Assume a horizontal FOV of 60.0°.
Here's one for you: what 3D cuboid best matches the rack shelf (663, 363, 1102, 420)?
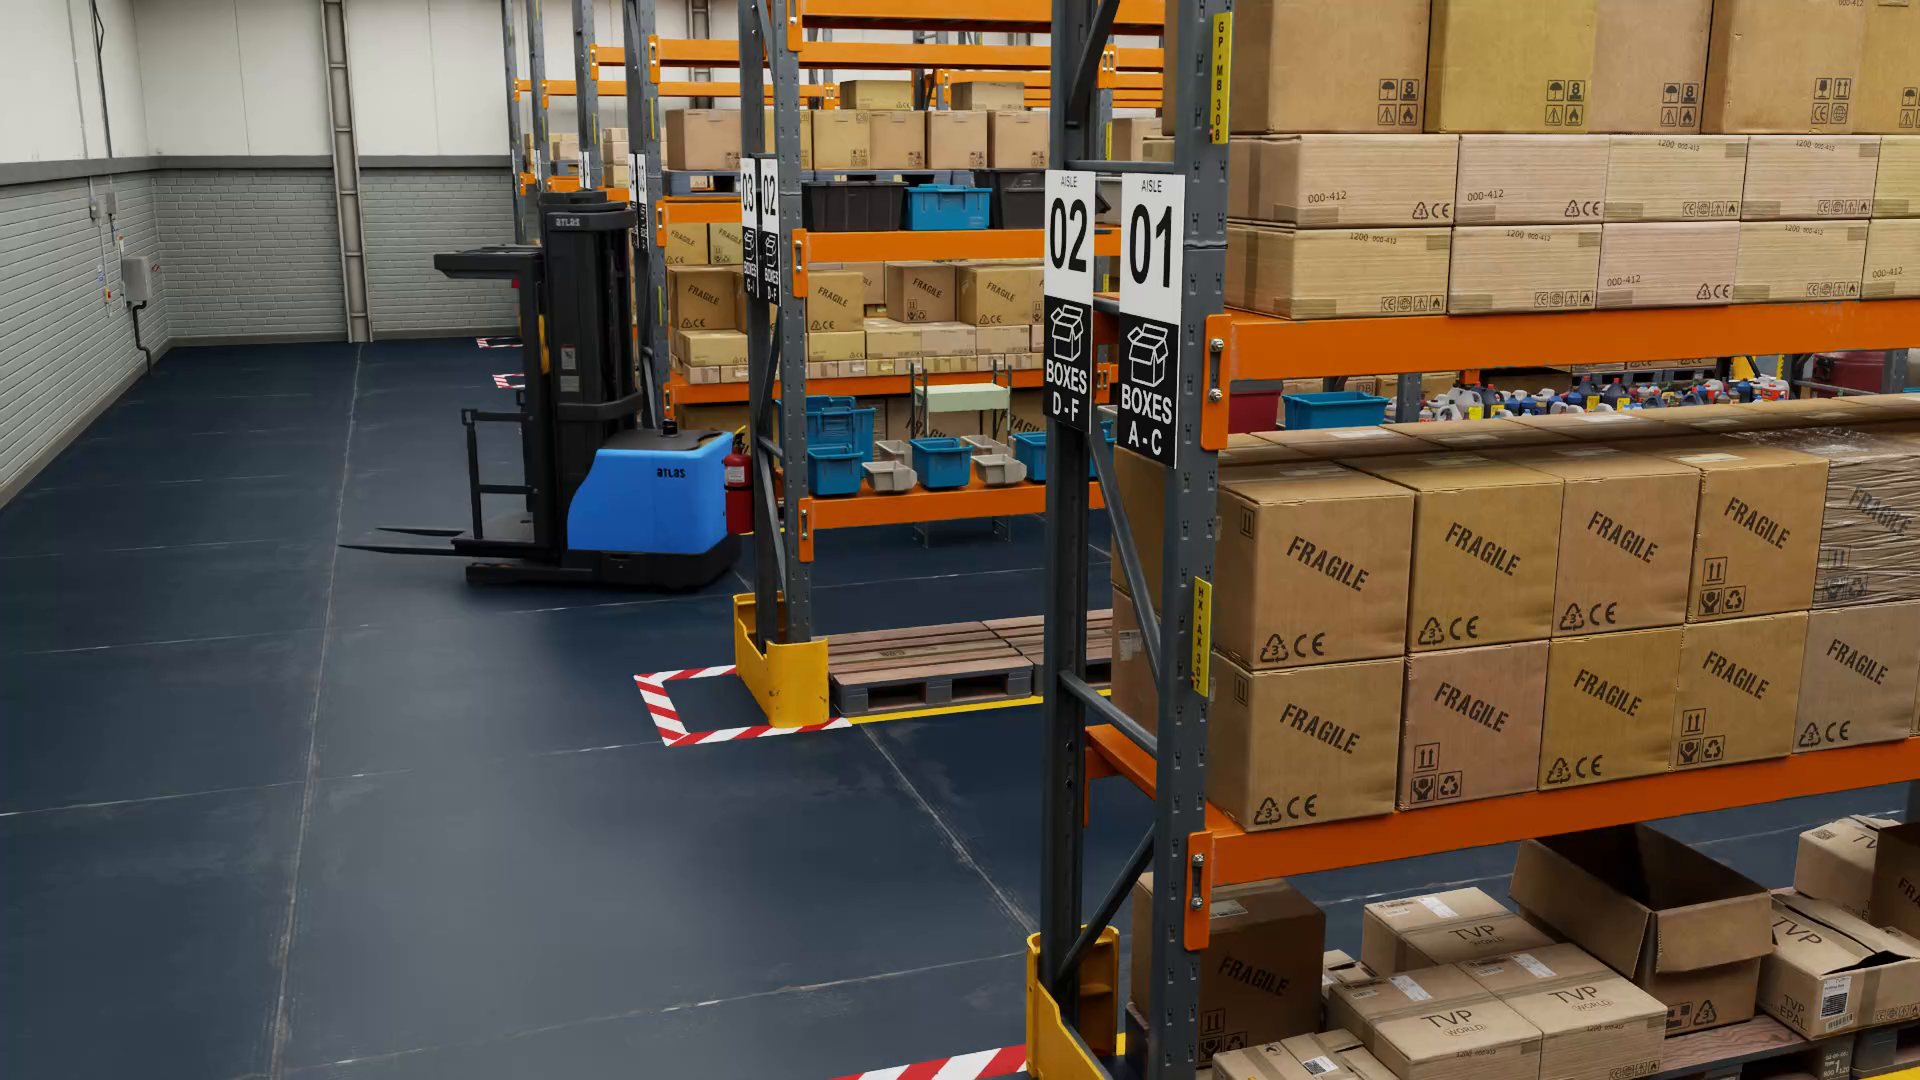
[{"bbox_3d":[-0.761,-1.398,15.091,4.000,0.370,1.077,-4,14,-18],"label":"rack shelf"}]

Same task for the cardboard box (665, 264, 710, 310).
[{"bbox_3d":[-3.130,-2.906,19.020,0.500,0.500,0.500,-4,14,-18],"label":"cardboard box"}]

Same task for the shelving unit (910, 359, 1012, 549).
[{"bbox_3d":[0.006,-0.730,13.971,0.755,1.500,0.431,-4,14,-18],"label":"shelving unit"}]

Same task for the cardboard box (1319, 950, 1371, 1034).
[{"bbox_3d":[1.349,1.633,5.967,0.250,0.166,0.380,-4,14,-18],"label":"cardboard box"}]

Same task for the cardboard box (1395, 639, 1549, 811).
[{"bbox_3d":[1.492,0.510,5.300,0.500,0.500,0.500,-5,14,-19],"label":"cardboard box"}]

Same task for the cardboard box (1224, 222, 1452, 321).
[{"bbox_3d":[1.068,-0.795,4.847,0.500,0.250,0.500,-4,14,-18],"label":"cardboard box"}]

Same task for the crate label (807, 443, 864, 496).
[{"bbox_3d":[-0.737,-0.407,9.606,0.303,0.233,0.416,-4,14,-18],"label":"crate label"}]

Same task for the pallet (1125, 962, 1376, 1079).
[{"bbox_3d":[1.327,1.865,5.846,1.213,0.211,1.003,-4,14,-18],"label":"pallet"}]

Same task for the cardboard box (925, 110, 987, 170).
[{"bbox_3d":[-0.099,-3.546,14.748,0.500,0.500,0.700,-4,14,-15],"label":"cardboard box"}]

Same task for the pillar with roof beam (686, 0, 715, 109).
[{"bbox_3d":[-3.187,-7.278,25.293,0.400,9.000,9.100,-4,14,-18],"label":"pillar with roof beam"}]

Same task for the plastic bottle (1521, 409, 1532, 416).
[{"bbox_3d":[3.740,-0.726,10.993,0.097,0.271,0.097,0,13,0],"label":"plastic bottle"}]

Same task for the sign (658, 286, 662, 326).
[{"bbox_3d":[-2.485,-1.937,13.764,0.005,0.325,0.100,-4,14,-18],"label":"sign"}]

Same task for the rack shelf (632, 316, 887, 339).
[{"bbox_3d":[-2.247,-2.493,19.695,4.000,0.370,1.077,-4,14,-18],"label":"rack shelf"}]

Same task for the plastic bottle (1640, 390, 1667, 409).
[{"bbox_3d":[4.709,-0.846,11.325,0.185,0.351,0.144,-4,14,-18],"label":"plastic bottle"}]

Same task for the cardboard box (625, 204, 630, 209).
[{"bbox_3d":[-4.640,-4.642,23.397,0.250,0.149,0.380,-5,14,-20],"label":"cardboard box"}]

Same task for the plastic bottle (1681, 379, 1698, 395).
[{"bbox_3d":[5.412,-1.052,12.337,0.133,0.283,0.061,-4,14,-18],"label":"plastic bottle"}]

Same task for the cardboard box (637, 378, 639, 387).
[{"bbox_3d":[-3.537,-1.766,19.053,0.250,0.149,0.380,-5,14,-21],"label":"cardboard box"}]

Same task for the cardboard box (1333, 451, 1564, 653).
[{"bbox_3d":[1.498,0.023,5.188,0.500,0.500,0.500,-4,14,-17],"label":"cardboard box"}]

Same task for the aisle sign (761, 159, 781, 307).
[{"bbox_3d":[-1.050,-1.708,9.223,0.004,0.787,0.394,-4,14,-18],"label":"aisle sign"}]

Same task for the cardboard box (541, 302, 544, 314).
[{"bbox_3d":[-6.794,-3.876,28.443,0.637,0.503,0.797,-5,14,-20],"label":"cardboard box"}]

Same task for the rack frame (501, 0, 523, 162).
[{"bbox_3d":[-7.403,-7.780,27.406,0.127,3.000,1.000,-4,14,-18],"label":"rack frame"}]

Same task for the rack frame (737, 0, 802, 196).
[{"bbox_3d":[-1.076,-3.432,9.126,0.127,3.000,1.000,-4,14,-18],"label":"rack frame"}]

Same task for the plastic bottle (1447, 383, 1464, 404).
[{"bbox_3d":[3.481,-0.924,11.654,0.185,0.351,0.144,-4,14,-18],"label":"plastic bottle"}]

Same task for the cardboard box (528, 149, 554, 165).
[{"bbox_3d":[-6.896,-6.366,27.622,0.500,0.250,0.500,-5,14,-19],"label":"cardboard box"}]

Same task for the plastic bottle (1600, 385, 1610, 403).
[{"bbox_3d":[4.678,-0.980,12.050,0.135,0.276,0.152,-4,14,-18],"label":"plastic bottle"}]

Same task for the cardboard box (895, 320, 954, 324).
[{"bbox_3d":[-0.356,-1.915,15.391,0.500,0.250,0.500,-4,14,-17],"label":"cardboard box"}]

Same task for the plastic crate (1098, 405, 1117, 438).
[{"bbox_3d":[1.209,-0.708,10.764,0.530,0.282,0.437,-4,14,-18],"label":"plastic crate"}]

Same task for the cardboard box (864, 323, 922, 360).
[{"bbox_3d":[-0.654,-1.764,14.757,0.500,0.250,0.500,-5,14,-19],"label":"cardboard box"}]

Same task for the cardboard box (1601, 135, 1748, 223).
[{"bbox_3d":[2.018,-1.111,5.093,0.500,0.250,0.500,-4,14,-18],"label":"cardboard box"}]

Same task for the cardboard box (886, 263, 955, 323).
[{"bbox_3d":[-0.361,-2.278,15.300,0.500,0.500,0.500,-5,14,-20],"label":"cardboard box"}]

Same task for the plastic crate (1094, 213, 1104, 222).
[{"bbox_3d":[0.803,-2.052,10.373,0.530,0.136,0.437,-4,14,-18],"label":"plastic crate"}]

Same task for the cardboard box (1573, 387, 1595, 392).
[{"bbox_3d":[6.611,-1.329,17.700,0.500,0.500,0.700,-3,14,-13],"label":"cardboard box"}]

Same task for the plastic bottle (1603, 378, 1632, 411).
[{"bbox_3d":[4.702,-0.982,11.897,0.185,0.351,0.144,-4,14,-18],"label":"plastic bottle"}]

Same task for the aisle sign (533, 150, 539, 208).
[{"bbox_3d":[-5.984,-5.101,23.487,0.004,0.787,0.394,-4,14,-18],"label":"aisle sign"}]

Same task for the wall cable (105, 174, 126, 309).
[{"bbox_3d":[-11.617,-4.157,22.940,0.122,1.984,0.588,-4,14,-18],"label":"wall cable"}]

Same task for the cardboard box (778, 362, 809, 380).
[{"bbox_3d":[-1.482,-1.489,14.465,0.250,0.149,0.380,-5,14,-19],"label":"cardboard box"}]

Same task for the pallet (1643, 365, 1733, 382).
[{"bbox_3d":[10.289,-2.443,23.959,1.213,0.211,1.003,-4,14,-18],"label":"pallet"}]

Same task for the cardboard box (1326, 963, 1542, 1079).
[{"bbox_3d":[1.579,1.682,5.581,0.500,0.250,0.500,-4,14,-18],"label":"cardboard box"}]

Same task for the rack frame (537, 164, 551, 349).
[{"bbox_3d":[-5.817,-3.773,23.525,0.127,3.000,1.000,-4,14,-18],"label":"rack frame"}]

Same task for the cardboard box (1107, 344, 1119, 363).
[{"bbox_3d":[1.651,-1.923,15.529,0.500,0.500,0.500,-4,14,-18],"label":"cardboard box"}]

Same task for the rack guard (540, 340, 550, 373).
[{"bbox_3d":[-5.840,-2.556,23.806,0.348,0.500,1.175,-4,14,-18],"label":"rack guard"}]

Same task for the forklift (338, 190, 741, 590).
[{"bbox_3d":[-3.317,-1.188,12.804,3.031,2.935,1.130,2,14,9],"label":"forklift"}]

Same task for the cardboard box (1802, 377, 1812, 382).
[{"bbox_3d":[9.649,-1.538,18.623,0.500,0.500,0.500,0,13,0],"label":"cardboard box"}]

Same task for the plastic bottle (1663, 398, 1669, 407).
[{"bbox_3d":[4.854,-0.829,11.400,0.133,0.283,0.061,-4,14,-18],"label":"plastic bottle"}]

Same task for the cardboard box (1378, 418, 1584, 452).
[{"bbox_3d":[1.802,-0.132,5.839,0.500,0.500,0.500,-4,14,-17],"label":"cardboard box"}]

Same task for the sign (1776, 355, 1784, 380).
[{"bbox_3d":[6.324,-1.304,12.789,0.005,0.325,0.100,-4,14,-18],"label":"sign"}]

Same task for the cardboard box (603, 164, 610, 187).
[{"bbox_3d":[-3.796,-4.173,19.047,0.500,0.250,0.500,-5,14,-19],"label":"cardboard box"}]

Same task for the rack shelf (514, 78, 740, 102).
[{"bbox_3d":[-5.508,-7.576,28.110,4.000,0.370,1.077,-4,14,-18],"label":"rack shelf"}]

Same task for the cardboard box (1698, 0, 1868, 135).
[{"bbox_3d":[2.426,-1.558,5.352,0.500,0.500,0.700,-4,14,-18],"label":"cardboard box"}]

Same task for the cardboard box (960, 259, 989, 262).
[{"bbox_3d":[0.169,-3.290,19.843,0.250,0.149,0.380,-4,14,-15],"label":"cardboard box"}]

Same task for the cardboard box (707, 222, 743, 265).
[{"bbox_3d":[-2.656,-3.422,19.028,0.500,0.500,0.500,-5,14,-19],"label":"cardboard box"}]

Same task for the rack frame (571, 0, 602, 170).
[{"bbox_3d":[-4.142,-5.614,18.297,0.127,3.000,1.000,-4,14,-18],"label":"rack frame"}]

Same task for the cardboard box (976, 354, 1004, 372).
[{"bbox_3d":[0.219,-1.622,15.021,0.250,0.149,0.380,-4,14,-17],"label":"cardboard box"}]

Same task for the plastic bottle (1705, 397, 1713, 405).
[{"bbox_3d":[5.175,-0.840,11.442,0.133,0.283,0.061,-4,14,-18],"label":"plastic bottle"}]
